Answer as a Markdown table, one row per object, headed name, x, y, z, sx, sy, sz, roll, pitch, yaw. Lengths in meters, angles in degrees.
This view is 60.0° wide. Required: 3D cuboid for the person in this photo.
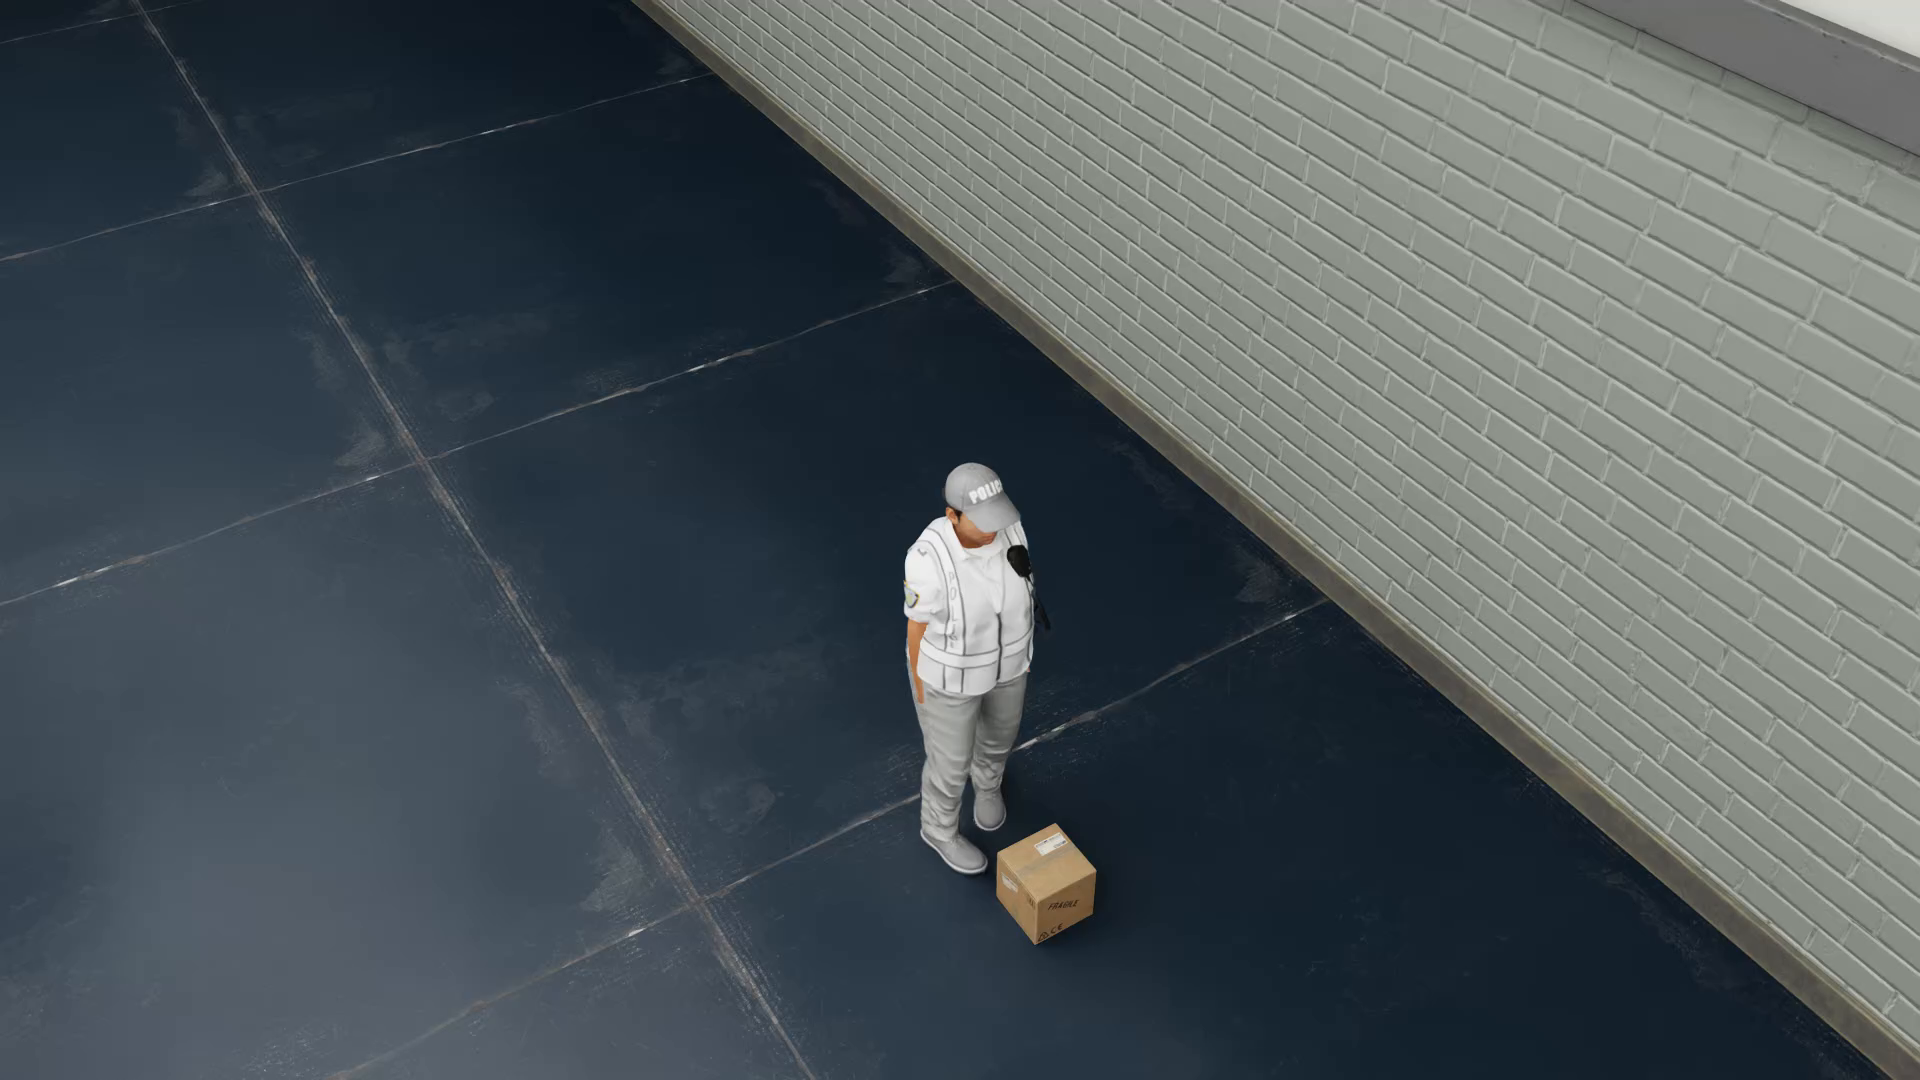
| name | x | y | z | sx | sy | sz | roll | pitch | yaw |
| --- | --- | --- | --- | --- | --- | --- | --- | --- | --- |
| person | 0.060 | 0.435 | 5.669 | 0.470 | 1.673 | 0.435 | -23 | 46 | -24 |
